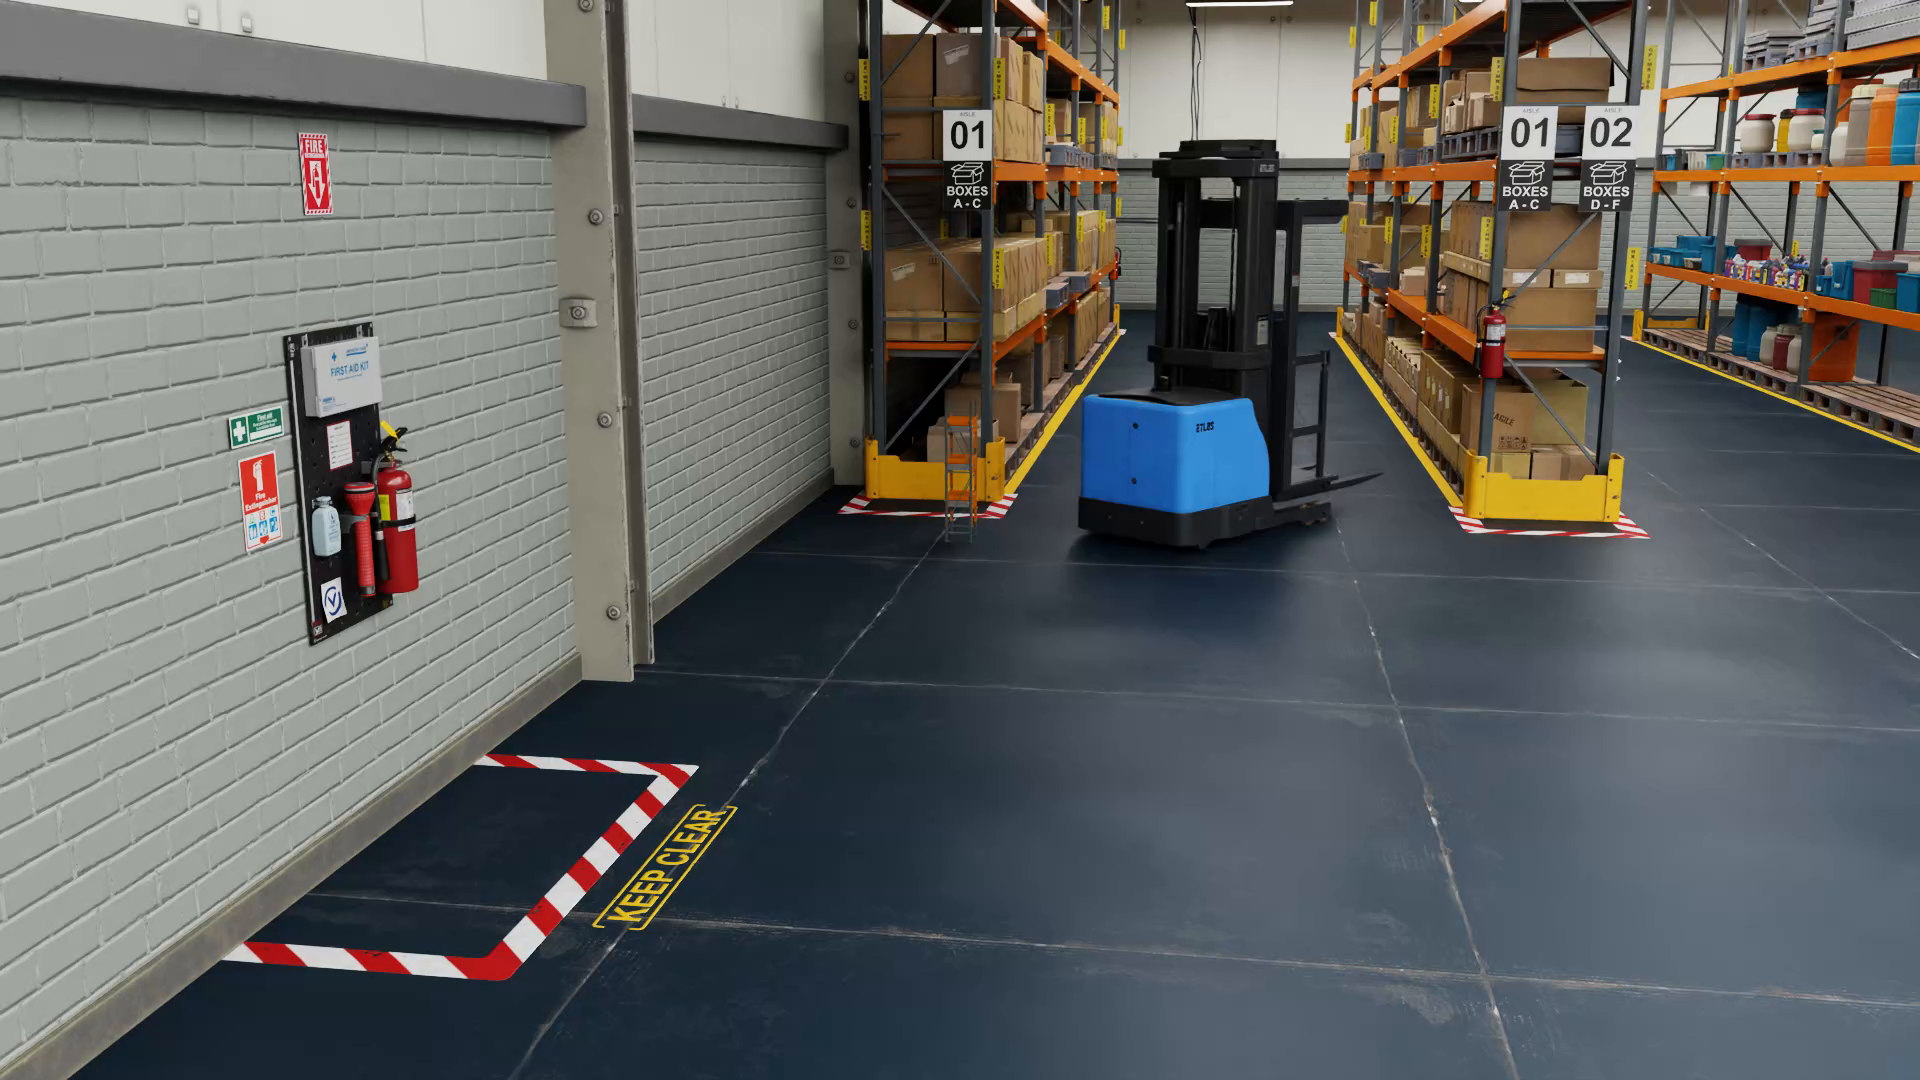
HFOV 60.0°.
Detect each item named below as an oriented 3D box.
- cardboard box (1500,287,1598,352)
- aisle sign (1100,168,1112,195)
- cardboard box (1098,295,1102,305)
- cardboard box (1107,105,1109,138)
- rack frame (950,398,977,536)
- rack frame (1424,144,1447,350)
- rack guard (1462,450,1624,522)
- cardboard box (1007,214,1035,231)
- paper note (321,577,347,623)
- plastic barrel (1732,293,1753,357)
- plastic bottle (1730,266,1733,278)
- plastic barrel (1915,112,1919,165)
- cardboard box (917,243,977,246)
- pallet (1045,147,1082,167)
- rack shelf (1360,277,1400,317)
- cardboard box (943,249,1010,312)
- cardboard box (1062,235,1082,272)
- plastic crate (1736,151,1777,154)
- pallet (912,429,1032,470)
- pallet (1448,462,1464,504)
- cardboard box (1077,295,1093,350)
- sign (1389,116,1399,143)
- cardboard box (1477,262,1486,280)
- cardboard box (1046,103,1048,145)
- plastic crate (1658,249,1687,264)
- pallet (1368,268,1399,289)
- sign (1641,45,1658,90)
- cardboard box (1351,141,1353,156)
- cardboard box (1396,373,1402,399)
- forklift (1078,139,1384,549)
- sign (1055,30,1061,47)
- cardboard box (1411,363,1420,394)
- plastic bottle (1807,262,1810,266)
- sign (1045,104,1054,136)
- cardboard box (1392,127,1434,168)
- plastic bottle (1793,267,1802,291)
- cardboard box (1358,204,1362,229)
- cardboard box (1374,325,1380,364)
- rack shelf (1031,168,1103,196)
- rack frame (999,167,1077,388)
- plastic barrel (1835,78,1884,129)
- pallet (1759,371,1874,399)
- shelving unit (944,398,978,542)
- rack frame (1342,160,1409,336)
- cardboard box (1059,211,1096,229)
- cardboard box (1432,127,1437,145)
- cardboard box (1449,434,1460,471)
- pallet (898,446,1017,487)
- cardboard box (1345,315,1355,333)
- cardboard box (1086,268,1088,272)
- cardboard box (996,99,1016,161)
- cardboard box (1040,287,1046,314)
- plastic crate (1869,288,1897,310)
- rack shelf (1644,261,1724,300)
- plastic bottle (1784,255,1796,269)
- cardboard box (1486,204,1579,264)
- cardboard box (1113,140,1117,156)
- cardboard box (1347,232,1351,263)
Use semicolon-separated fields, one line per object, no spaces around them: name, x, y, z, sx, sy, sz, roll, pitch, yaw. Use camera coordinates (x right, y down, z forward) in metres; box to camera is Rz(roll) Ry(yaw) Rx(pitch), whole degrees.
cardboard box;4.755;-1.810;13.536;0.700;0.500;0.500;2;12;9
aisle sign;2.543;-6.431;29.044;0.394;0.787;0.004;2;12;9
cardboard box;2.070;-3.841;26.591;0.380;0.149;0.250;2;12;11
cardboard box;2.080;-6.583;26.140;0.500;0.500;0.500;2;12;7
rack frame;0.027;-0.550;12.552;0.200;1.050;0.008;2;12;9
rack frame;5.285;-2.497;16.961;1.000;3.000;0.127;2;12;9
rack guard;4.666;-0.438;13.338;1.175;0.500;0.348;2;12;9
cardboard box;0.819;-4.163;21.920;0.500;0.250;0.500;2;12;10
paper note;-2.408;0.229;6.400;0.016;0.148;0.142;2;12;9
plastic barrel;11.309;-3.068;23.594;0.600;0.901;0.708;2;12;9
plastic bottle;10.911;-3.789;23.428;0.097;0.201;0.097;0;12;0
plastic barrel;10.143;-4.296;17.000;0.600;0.901;0.600;0;12;0
cardboard box;-0.123;-2.549;15.732;0.500;0.500;0.500;2;12;9
pallet;0.747;-4.373;18.989;1.213;0.211;1.003;2;12;9
rack shelf;6.208;-3.395;22.833;1.077;0.370;4.000;2;12;9
cardboard box;0.145;-2.217;14.189;0.500;0.500;0.500;2;12;9
cardboard box;1.333;-3.787;21.953;0.500;0.500;0.500;2;12;10
plastic crate;11.871;-5.653;24.797;0.497;0.269;0.590;2;12;9
pallet;0.136;-0.898;16.160;1.003;0.211;1.213;2;12;9
pallet;4.746;-0.462;14.136;1.003;0.211;1.213;2;12;9
cardboard box;1.515;-3.152;24.106;0.750;0.750;0.750;2;12;10
sign;5.365;-5.067;20.538;0.100;0.325;0.005;2;12;9
cardboard box;4.700;-2.331;14.413;0.380;0.149;0.250;2;12;10
cardboard box;0.743;-4.745;19.039;0.500;0.500;0.500;1;12;7
plastic crate;11.560;-4.604;26.990;0.416;0.233;0.300;2;12;9
pallet;5.935;-3.380;21.510;1.213;0.211;1.003;2;12;9
sign;5.218;-3.578;12.592;0.100;0.325;0.005;2;12;9
cardboard box;6.795;-6.534;27.742;0.500;0.250;0.500;2;12;9
cardboard box;5.300;-1.772;19.125;0.500;0.250;0.500;2;12;10
forklift;2.292;-1.610;13.007;1.130;2.935;3.031;12;17;43
sign;1.688;-8.641;28.636;0.100;0.325;0.005;2;12;9
cardboard box;5.064;-1.726;17.582;0.500;0.311;0.500;2;12;9
plastic bottle;11.514;-3.639;22.554;0.152;0.276;0.135;2;12;9
sign;0.927;-4.360;17.258;0.100;0.325;0.005;2;12;9
cardboard box;5.934;-4.937;20.925;0.910;0.500;0.500;2;12;9
plastic bottle;10.470;-3.258;20.767;0.061;0.283;0.133;2;12;9
cardboard box;6.414;-4.921;25.595;0.500;0.500;0.500;2;12;8
cardboard box;5.892;-2.633;22.480;0.500;0.500;0.500;1;12;7
rack shelf;1.313;-5.021;23.258;1.077;0.370;4.000;2;12;9
rack frame;1.005;-3.490;21.566;1.000;3.000;0.127;2;12;9
plastic barrel;10.885;-5.168;20.219;0.600;0.830;0.708;2;12;9
pallet;10.874;-1.971;21.138;1.003;0.211;1.213;2;12;9
shelving unit;0.008;-0.524;12.434;0.215;1.050;0.252;2;12;9
rack frame;7.131;-4.995;28.552;1.000;3.000;0.127;2;12;9
cardboard box;1.713;-4.681;24.325;0.500;0.250;0.500;2;12;10
cardboard box;5.824;-4.722;19.525;0.500;0.250;0.500;2;12;10
cardboard box;4.526;-0.751;14.390;0.500;0.250;0.500;2;12;9
pallet;-0.054;-0.645;14.985;1.003;0.211;1.213;2;12;9
cardboard box;6.613;-3.554;27.347;0.500;0.250;0.500;2;12;9
cardboard box;1.662;-3.918;24.104;0.380;0.149;0.250;2;12;9
cardboard box;0.191;-3.521;14.309;0.500;0.500;0.500;3;12;12
cardboard box;0.617;-2.485;17.213;0.500;0.250;0.500;2;12;9
plastic crate;10.168;-2.604;17.960;0.450;0.188;0.662;2;12;9
rack shelf;11.717;-4.066;25.948;1.077;0.370;4.000;2;12;9
plastic bottle;11.421;-3.741;22.852;0.144;0.351;0.185;2;12;9
cardboard box;4.838;-2.565;13.959;0.700;0.500;0.500;2;12;7
cardboard box;2.385;-6.641;28.191;0.500;0.250;0.500;2;12;10
cardboard box;6.728;-4.853;27.654;0.500;0.500;0.500;2;12;8
